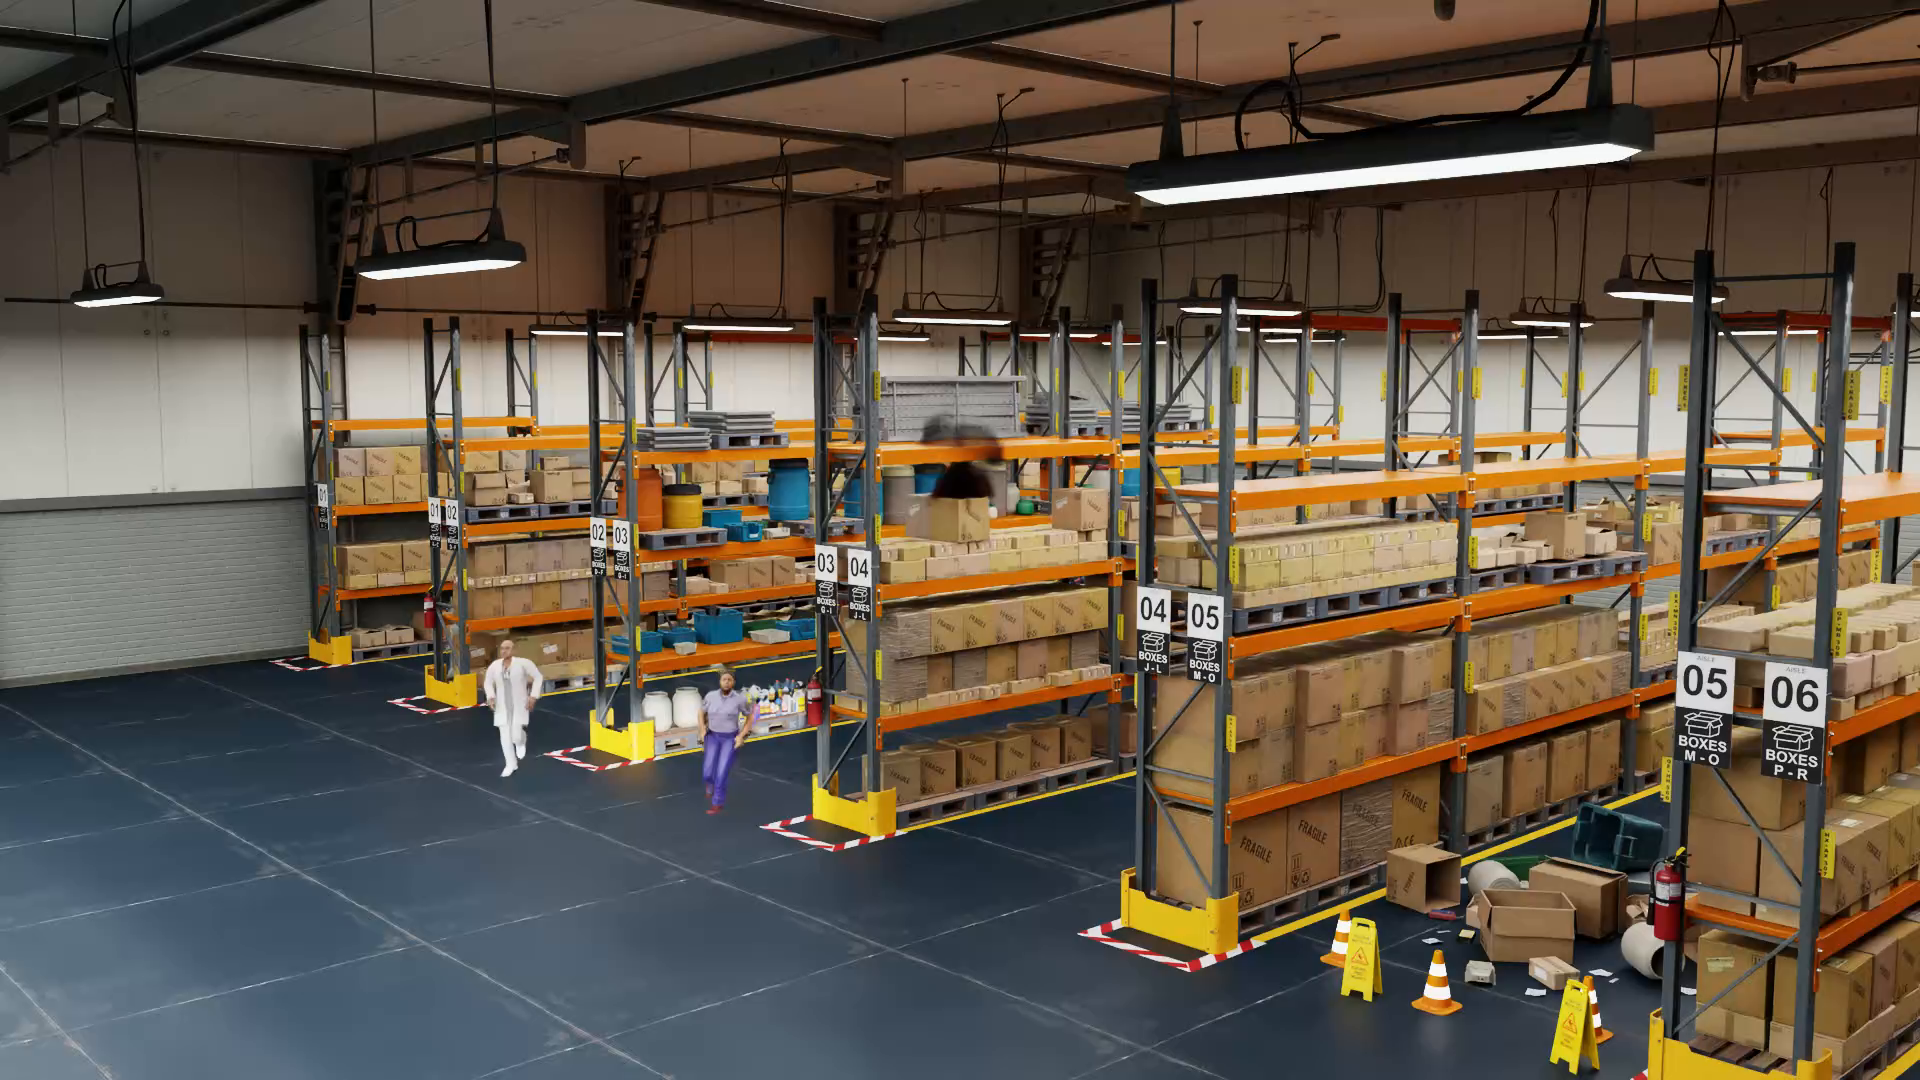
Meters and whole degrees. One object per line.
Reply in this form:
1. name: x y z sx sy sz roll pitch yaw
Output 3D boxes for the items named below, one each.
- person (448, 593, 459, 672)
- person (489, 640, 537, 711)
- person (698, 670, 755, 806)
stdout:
1. person: -8.401 1.520 28.239 0.507 1.436 0.745 5 8 40
2. person: -5.767 1.748 21.284 0.697 0.922 0.476 0 6 1
3. person: -2.619 2.211 18.633 0.638 1.532 0.515 0 6 1
